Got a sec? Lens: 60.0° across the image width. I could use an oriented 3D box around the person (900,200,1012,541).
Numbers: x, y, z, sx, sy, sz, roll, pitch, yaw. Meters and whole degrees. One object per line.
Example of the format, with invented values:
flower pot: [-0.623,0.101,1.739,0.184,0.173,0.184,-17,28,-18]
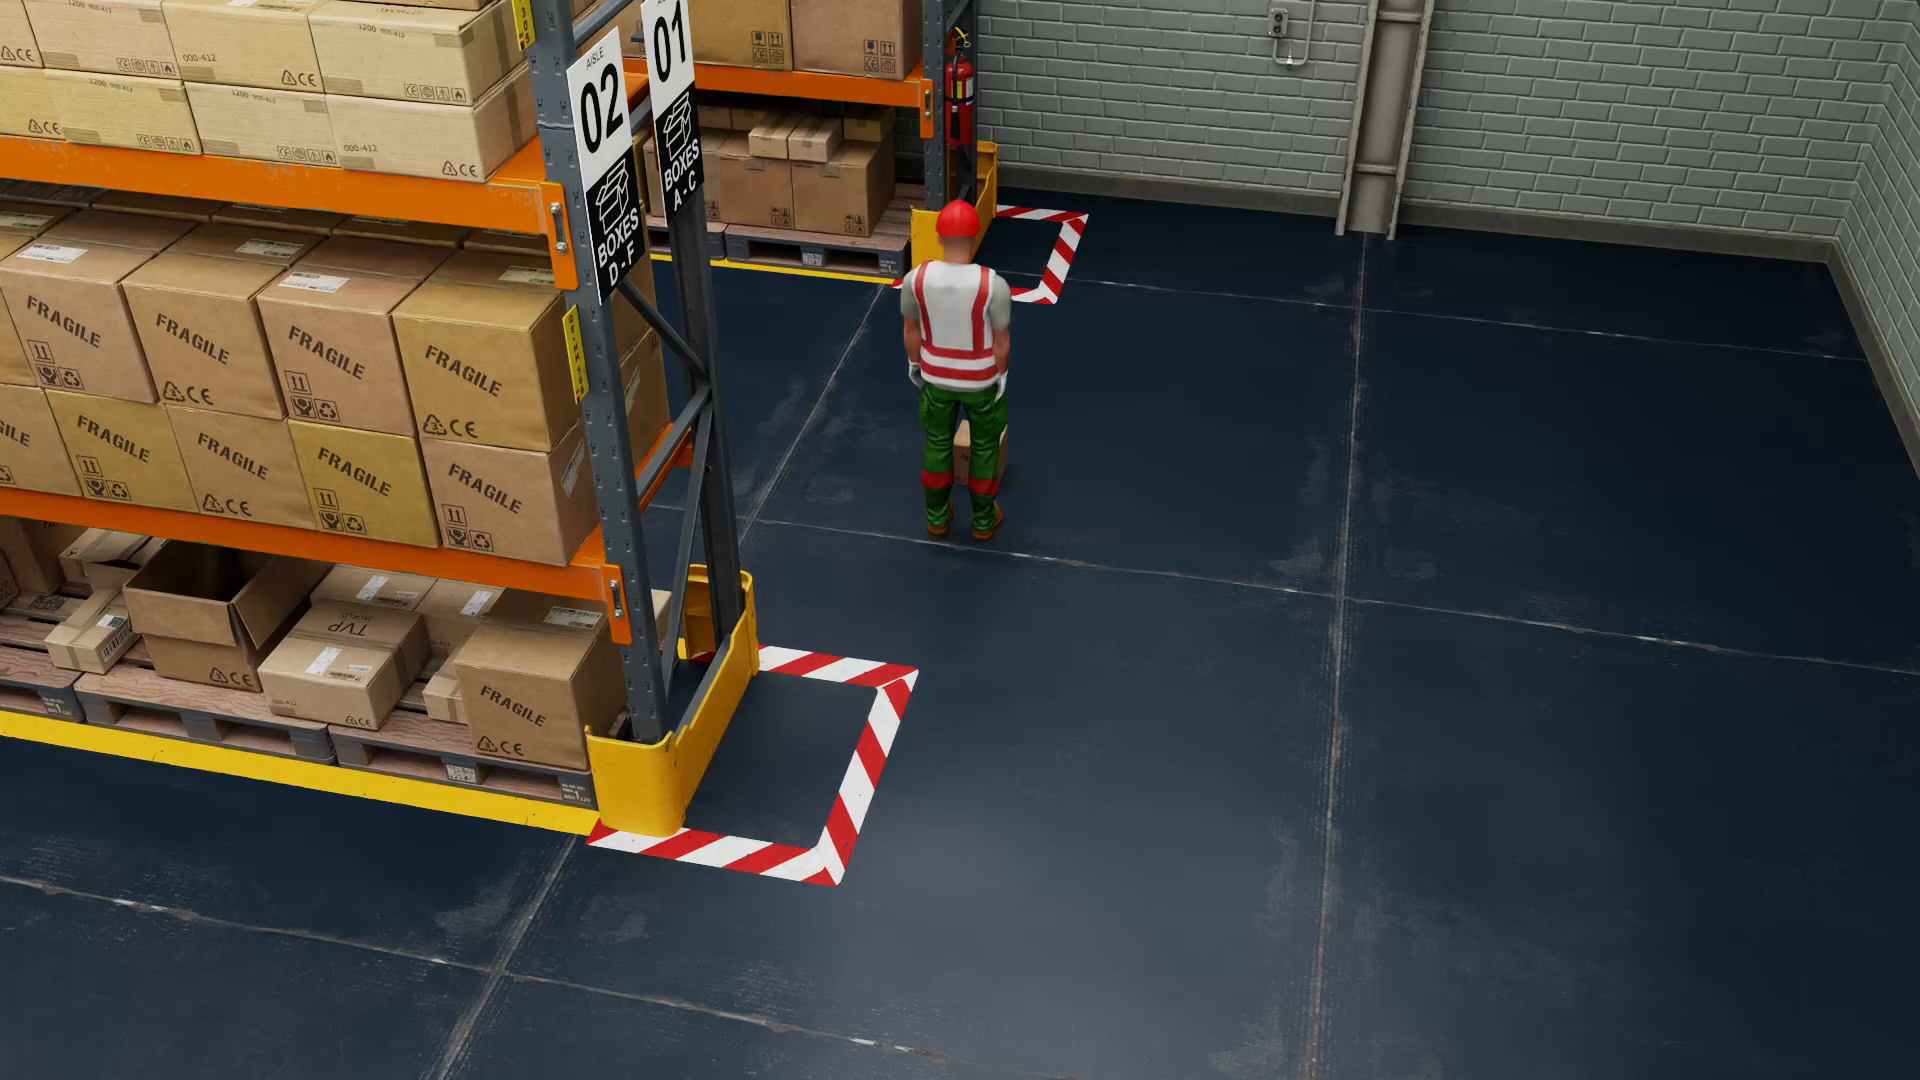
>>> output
person: [-0.008,-0.802,8.048,0.528,1.776,0.358,8,37,11]
